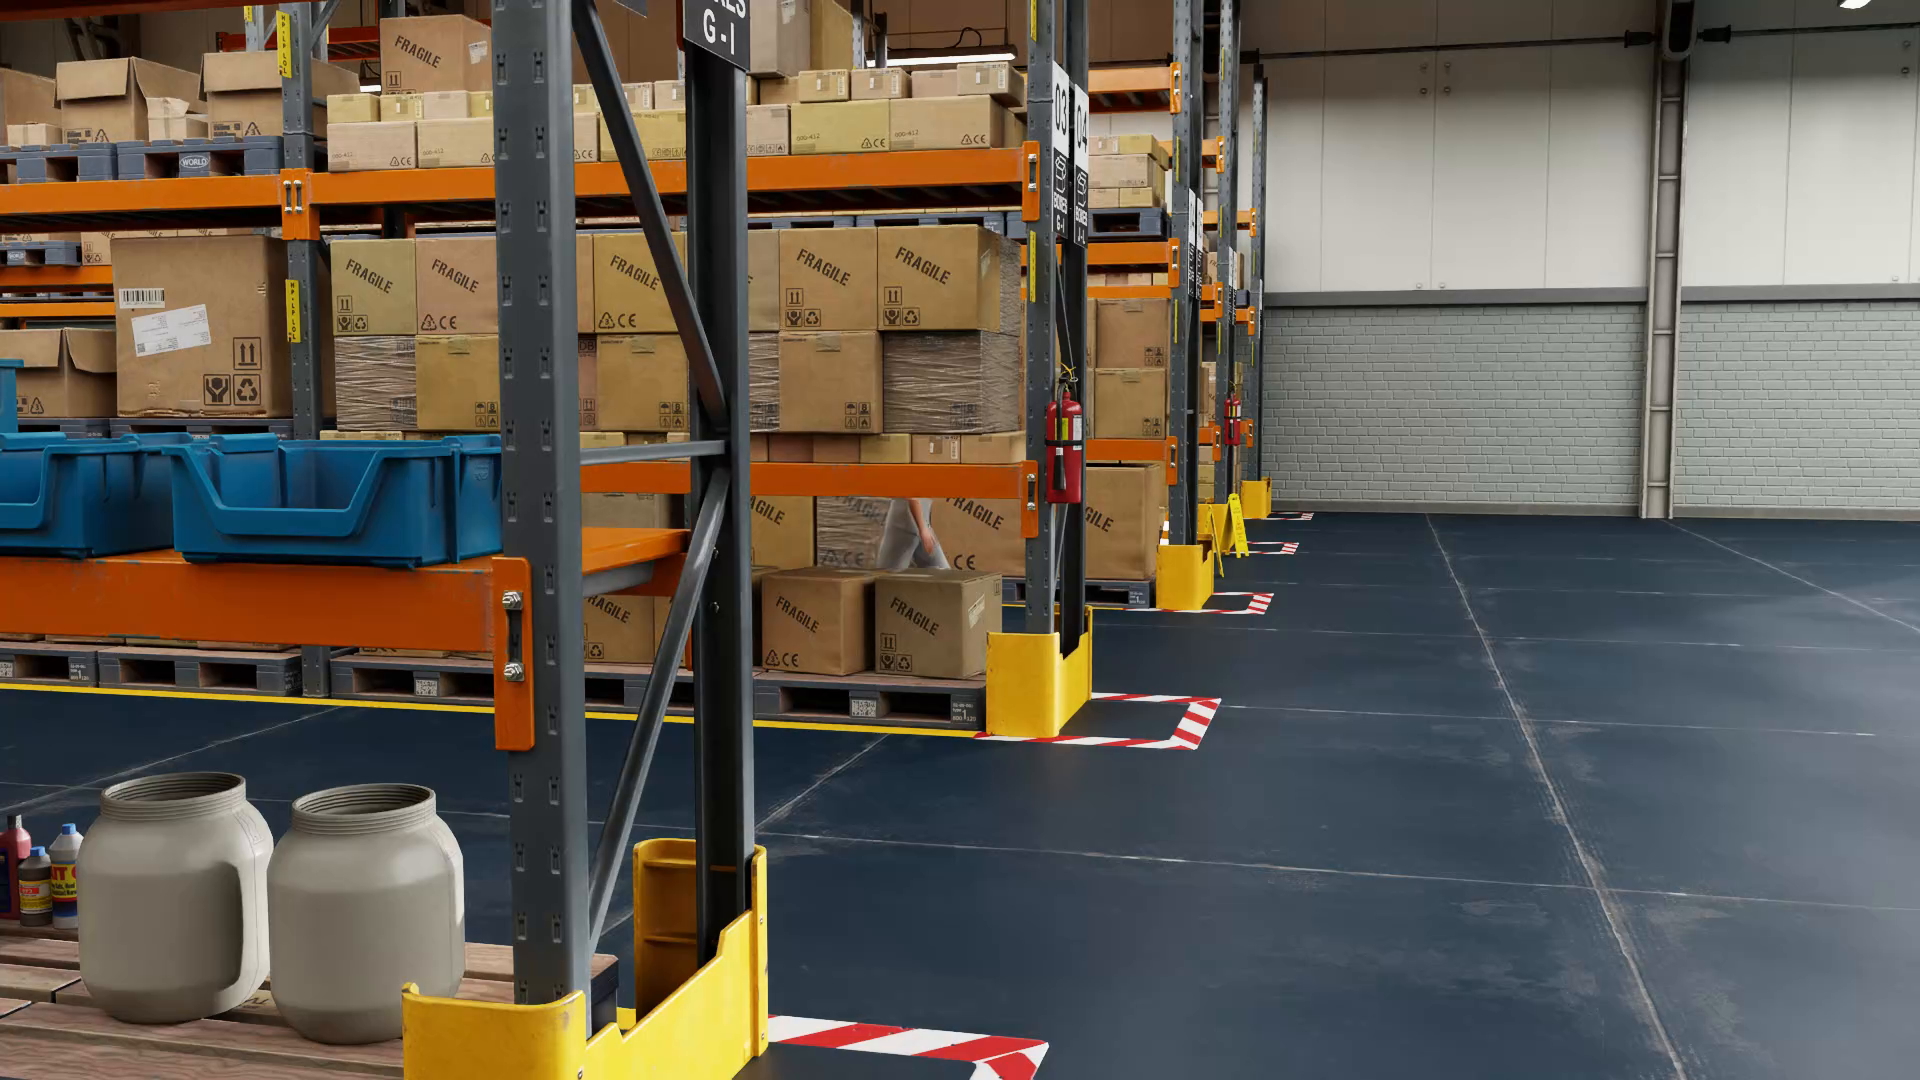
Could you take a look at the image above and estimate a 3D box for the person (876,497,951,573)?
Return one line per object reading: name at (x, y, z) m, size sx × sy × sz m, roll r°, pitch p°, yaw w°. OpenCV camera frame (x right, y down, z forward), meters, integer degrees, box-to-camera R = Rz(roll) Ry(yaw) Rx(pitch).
person at (-0.334, -0.067, 10.125) m, size 1.032 × 1.624 × 0.458 m, roll 0°, pitch 5°, yaw 4°
